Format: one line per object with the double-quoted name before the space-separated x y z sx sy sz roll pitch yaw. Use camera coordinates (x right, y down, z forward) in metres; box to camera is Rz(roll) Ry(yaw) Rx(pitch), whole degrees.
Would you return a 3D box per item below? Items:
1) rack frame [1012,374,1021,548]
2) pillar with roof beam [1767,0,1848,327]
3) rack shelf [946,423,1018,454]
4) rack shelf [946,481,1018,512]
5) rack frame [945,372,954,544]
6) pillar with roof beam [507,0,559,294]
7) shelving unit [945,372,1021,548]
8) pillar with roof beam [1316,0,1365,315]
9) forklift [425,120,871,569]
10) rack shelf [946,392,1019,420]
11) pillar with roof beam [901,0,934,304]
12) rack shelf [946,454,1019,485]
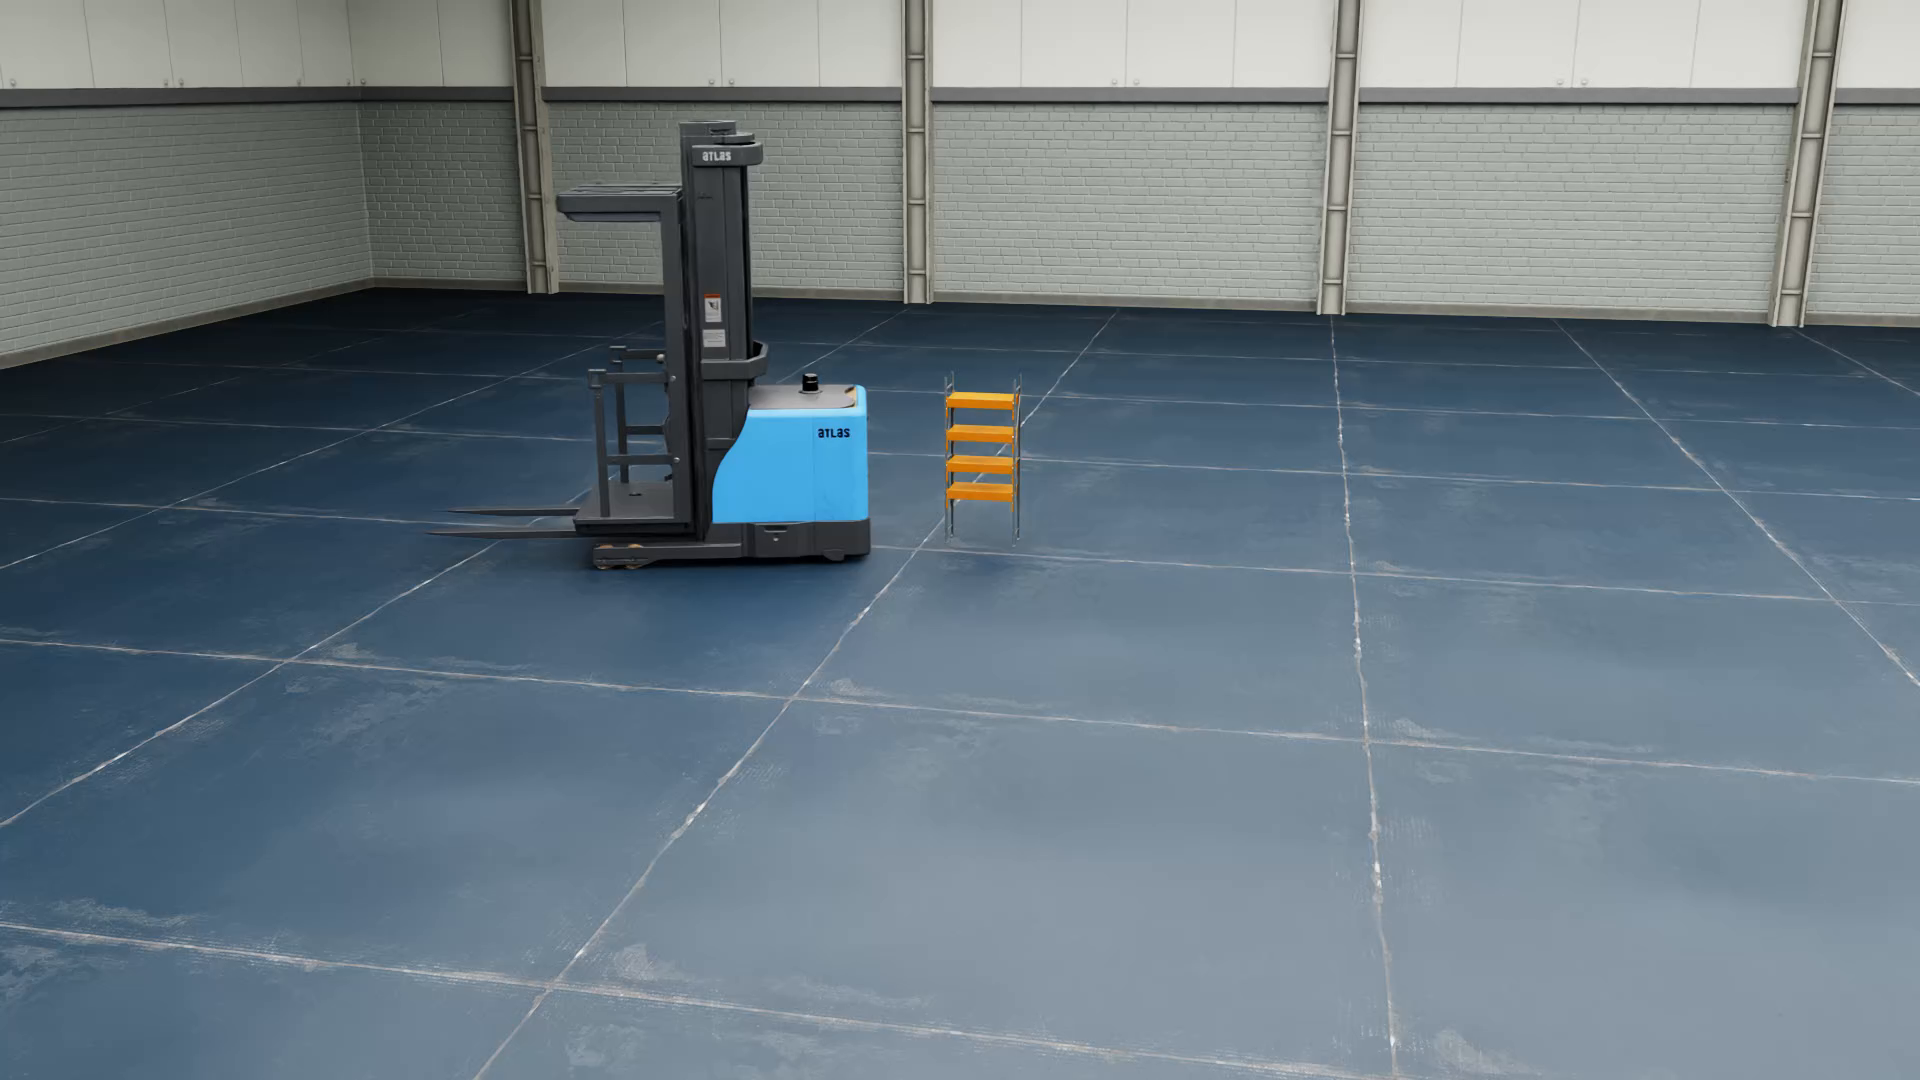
"rack frame" 0.401 -0.556 11.753 0.015 1.200 0.240 3 16 11
"pillar with roof beam" 10.289 -6.114 17.206 0.400 9.000 9.100 3 16 11
"rack shelf" 0.162 -0.720 11.758 0.480 0.148 0.258 3 16 11
"rack shelf" 0.162 -0.313 11.871 0.480 0.148 0.258 3 16 11
"rack frame" -0.077 -0.582 11.847 0.015 1.200 0.240 3 16 11
"pillar with roof beam" -7.350 -7.071 20.663 0.400 9.000 9.100 3 16 11
"shelving unit" 0.162 -0.569 11.800 0.503 1.200 0.258 3 16 11
"pillar with roof beam" 4.410 -6.433 18.359 0.400 9.000 9.100 3 16 11
"forklift" -2.155 -1.359 11.407 3.031 2.935 1.130 -1 16 -3
"rack shelf" 0.162 -0.948 11.695 0.480 0.148 0.258 3 16 11
"pillar with roof beam" -1.470 -6.752 19.511 0.400 9.000 9.100 3 16 11
"rack shelf" 0.162 -0.505 11.818 0.480 0.148 0.258 3 16 11
